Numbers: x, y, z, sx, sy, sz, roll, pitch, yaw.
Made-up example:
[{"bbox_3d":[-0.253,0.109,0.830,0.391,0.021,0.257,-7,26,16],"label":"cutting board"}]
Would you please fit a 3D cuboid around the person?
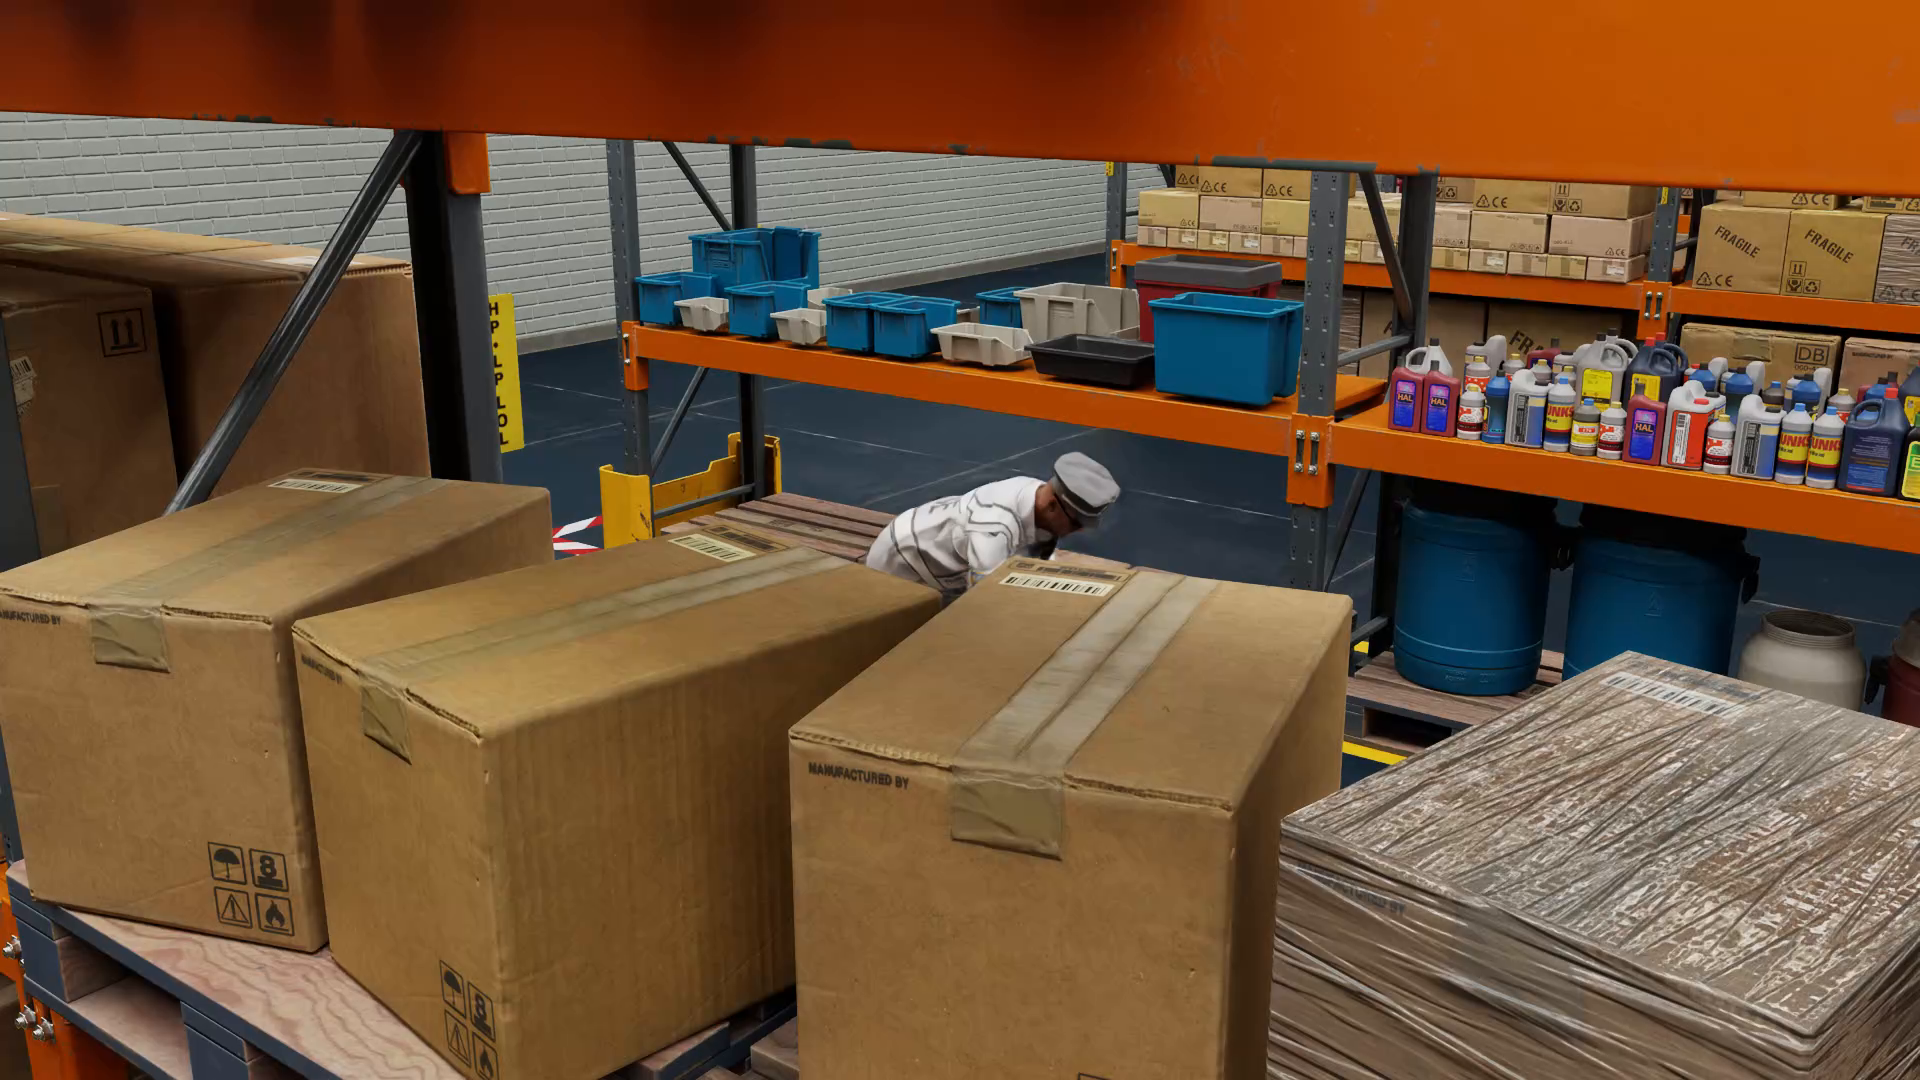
[{"bbox_3d":[0.114,0.344,5.972,0.964,1.412,0.482,11,20,34],"label":"person"}]
